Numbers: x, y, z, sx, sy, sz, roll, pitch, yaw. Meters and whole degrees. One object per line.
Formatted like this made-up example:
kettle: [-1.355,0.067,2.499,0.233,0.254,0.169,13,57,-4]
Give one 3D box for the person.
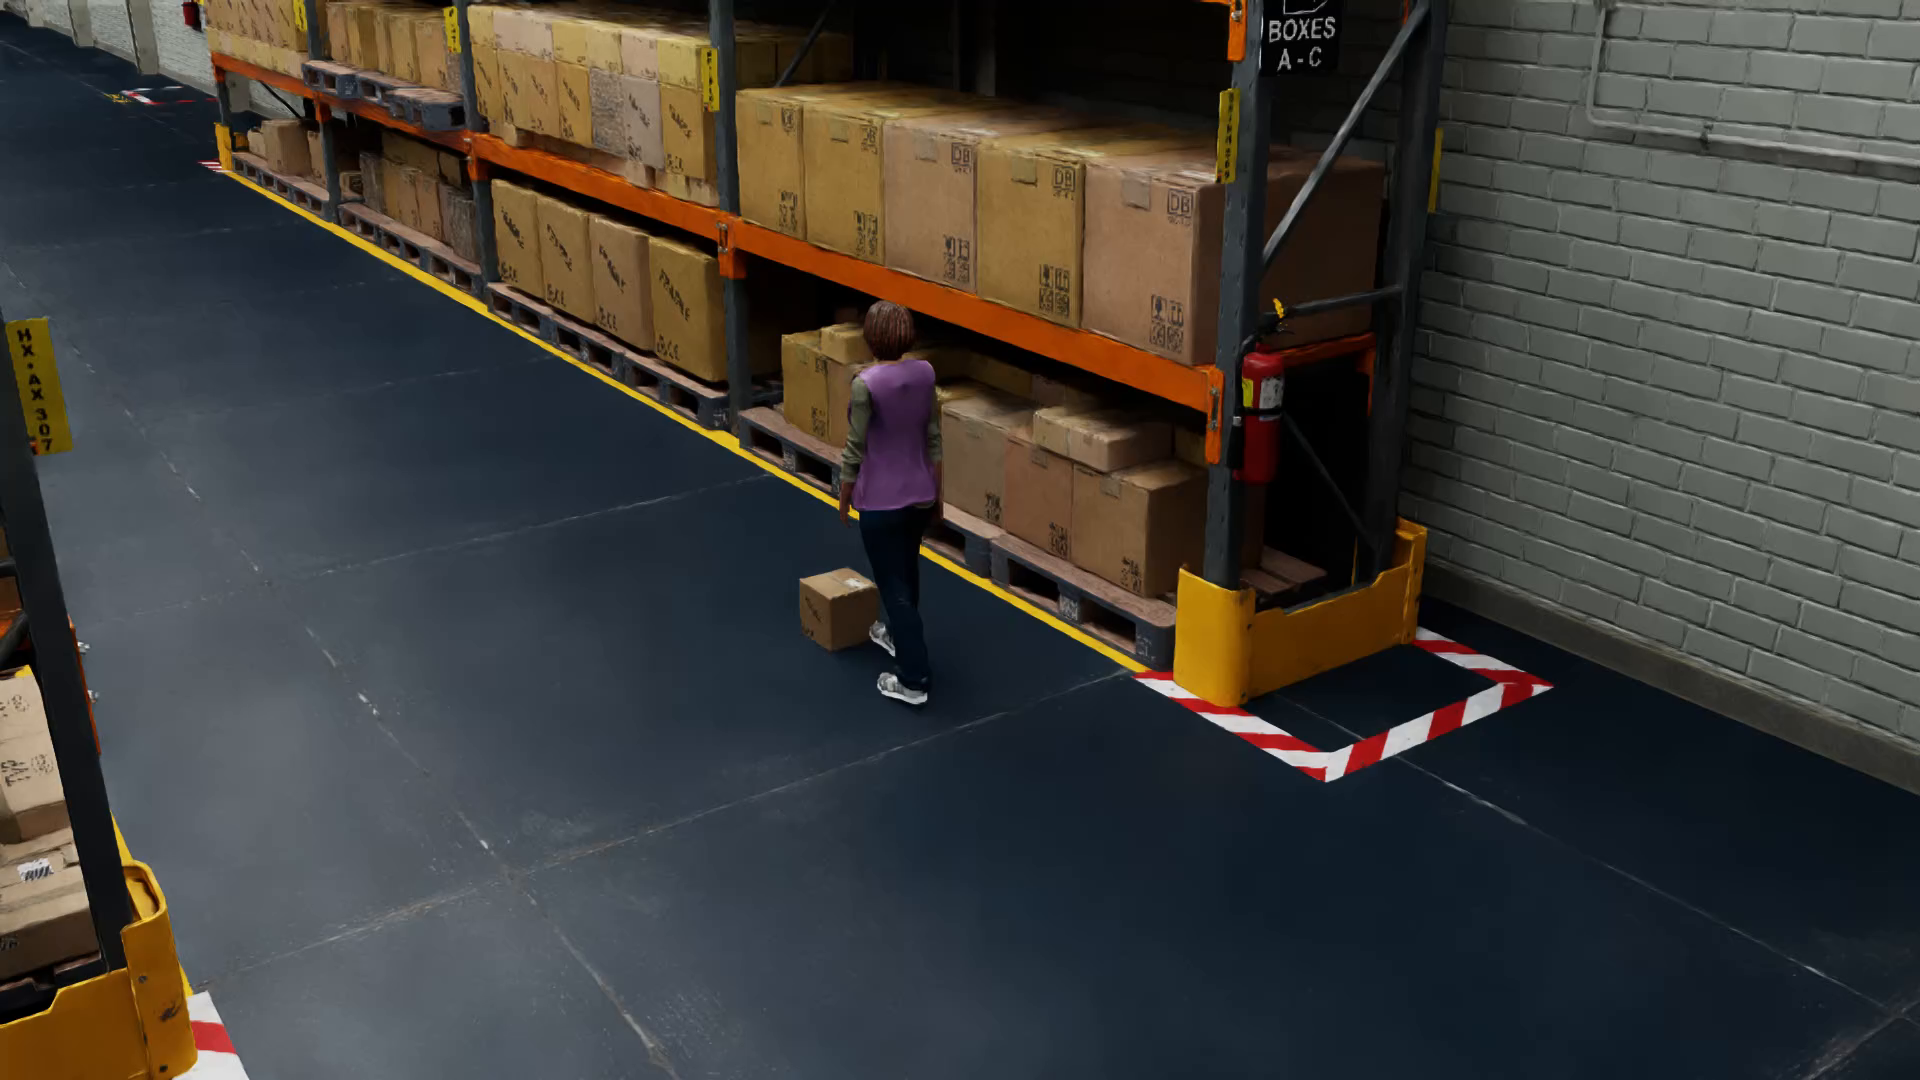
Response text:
person: [-0.301,-0.173,6.535,0.429,1.576,0.635,-17,27,-36]
